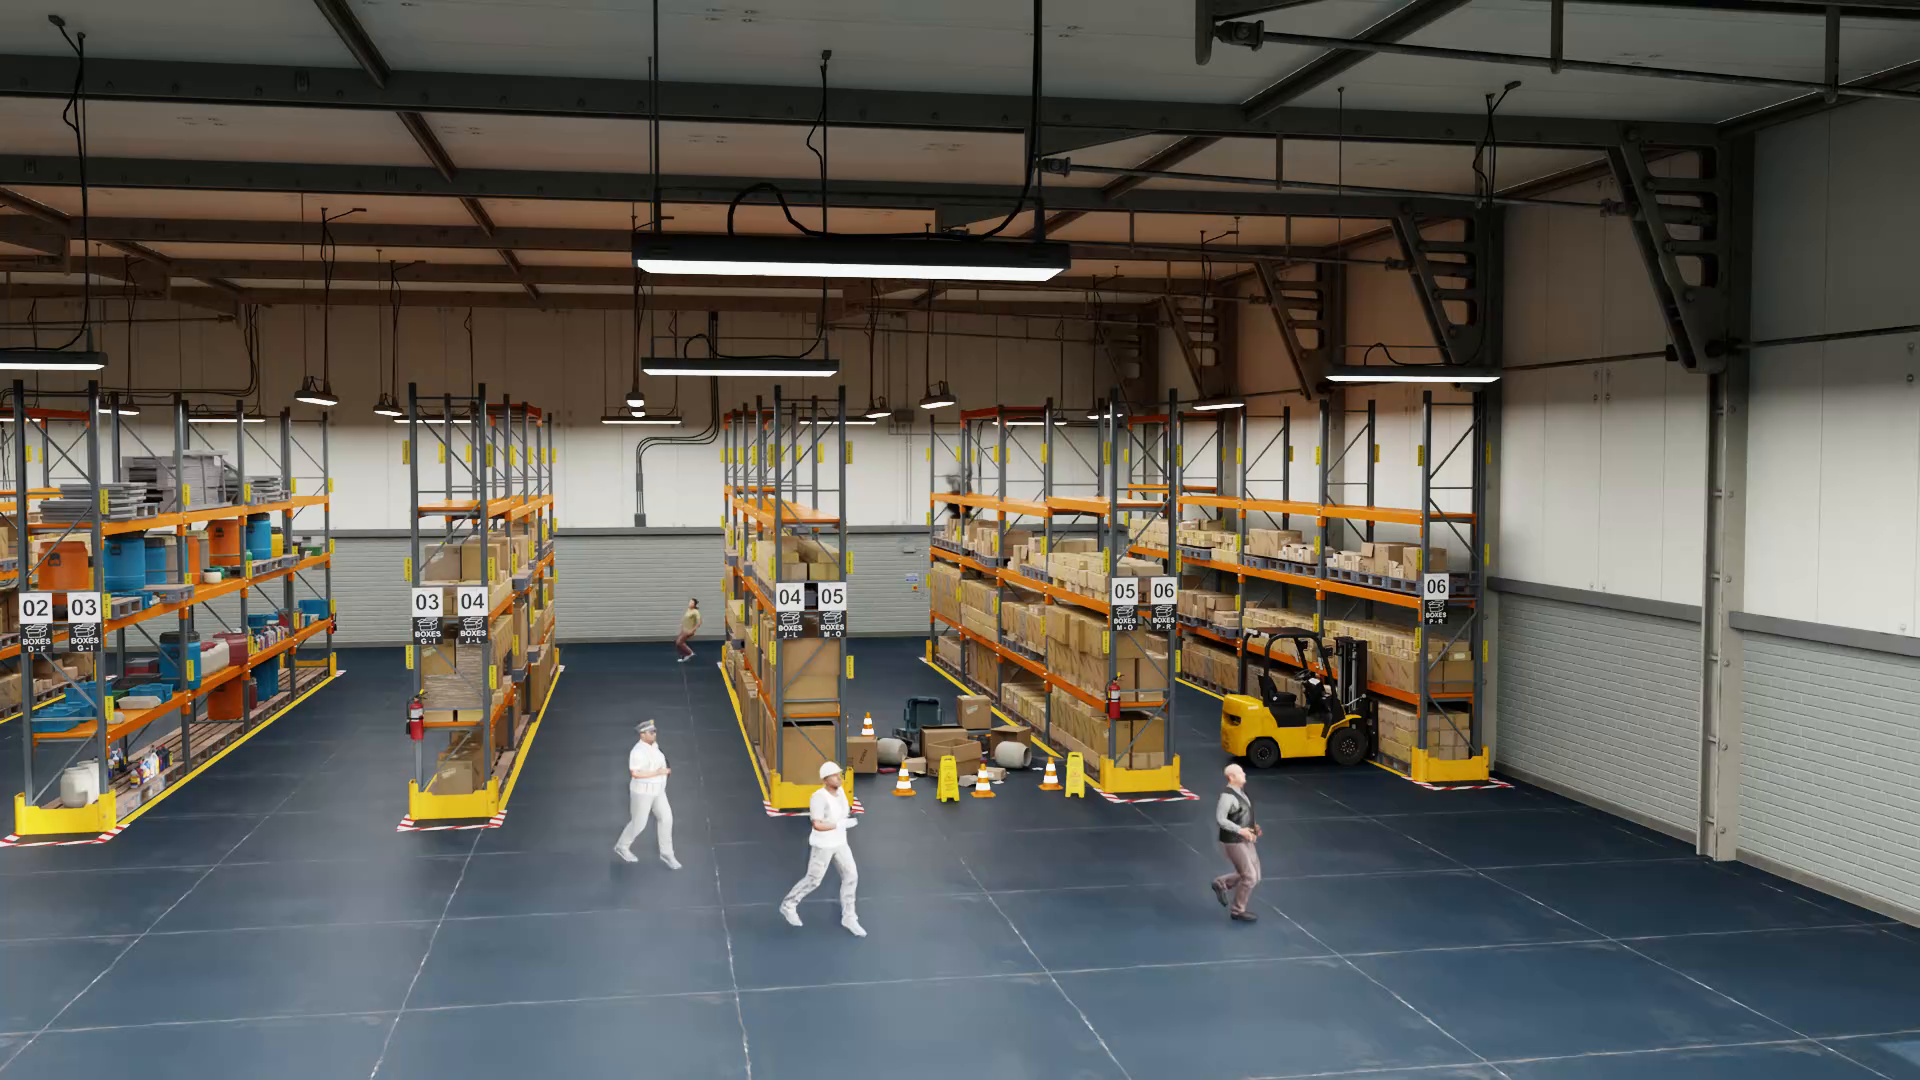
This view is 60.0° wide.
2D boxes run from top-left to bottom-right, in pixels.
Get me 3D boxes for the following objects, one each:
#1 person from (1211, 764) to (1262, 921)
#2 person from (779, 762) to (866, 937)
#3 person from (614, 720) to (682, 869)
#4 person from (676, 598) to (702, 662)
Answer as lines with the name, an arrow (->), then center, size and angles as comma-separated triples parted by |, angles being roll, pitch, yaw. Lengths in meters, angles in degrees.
person -> 2.972, 3.253, 17.956 | 0.611, 1.670, 0.657 | 2, 3, 29
person -> -1.424, 3.222, 17.459 | 0.938, 1.823, 0.696 | 2, 3, 29
person -> -3.822, 3.091, 20.228 | 0.863, 1.840, 0.649 | 1, 3, 25
person -> -6.608, 2.187, 40.226 | 0.569, 1.580, 0.663 | -1, 3, -26
